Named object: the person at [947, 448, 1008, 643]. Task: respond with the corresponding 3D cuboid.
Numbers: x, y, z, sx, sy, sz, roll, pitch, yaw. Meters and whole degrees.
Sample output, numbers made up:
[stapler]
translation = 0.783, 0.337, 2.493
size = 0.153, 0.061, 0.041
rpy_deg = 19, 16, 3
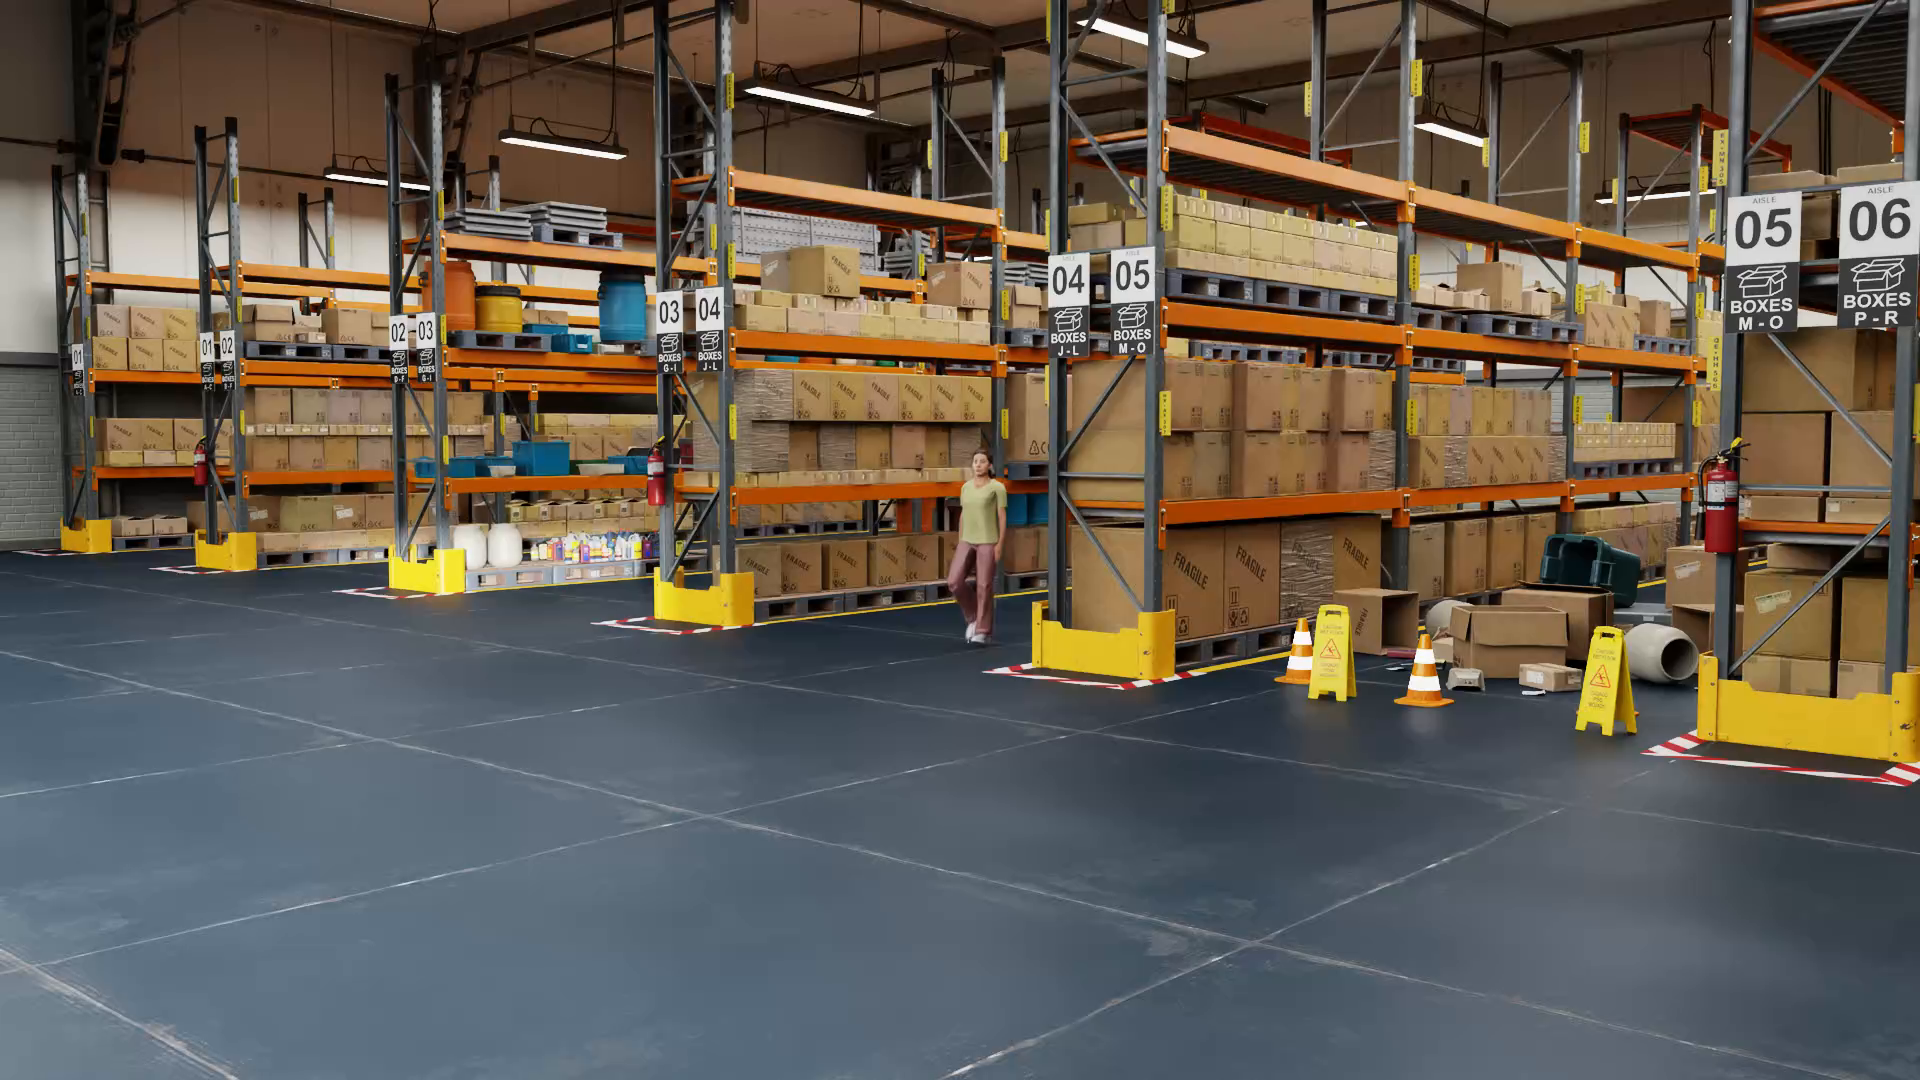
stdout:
[person]
translation = 0.161, 0.051, 14.251
size = 0.471, 1.659, 0.456
rpy_deg = 2, 4, 25
